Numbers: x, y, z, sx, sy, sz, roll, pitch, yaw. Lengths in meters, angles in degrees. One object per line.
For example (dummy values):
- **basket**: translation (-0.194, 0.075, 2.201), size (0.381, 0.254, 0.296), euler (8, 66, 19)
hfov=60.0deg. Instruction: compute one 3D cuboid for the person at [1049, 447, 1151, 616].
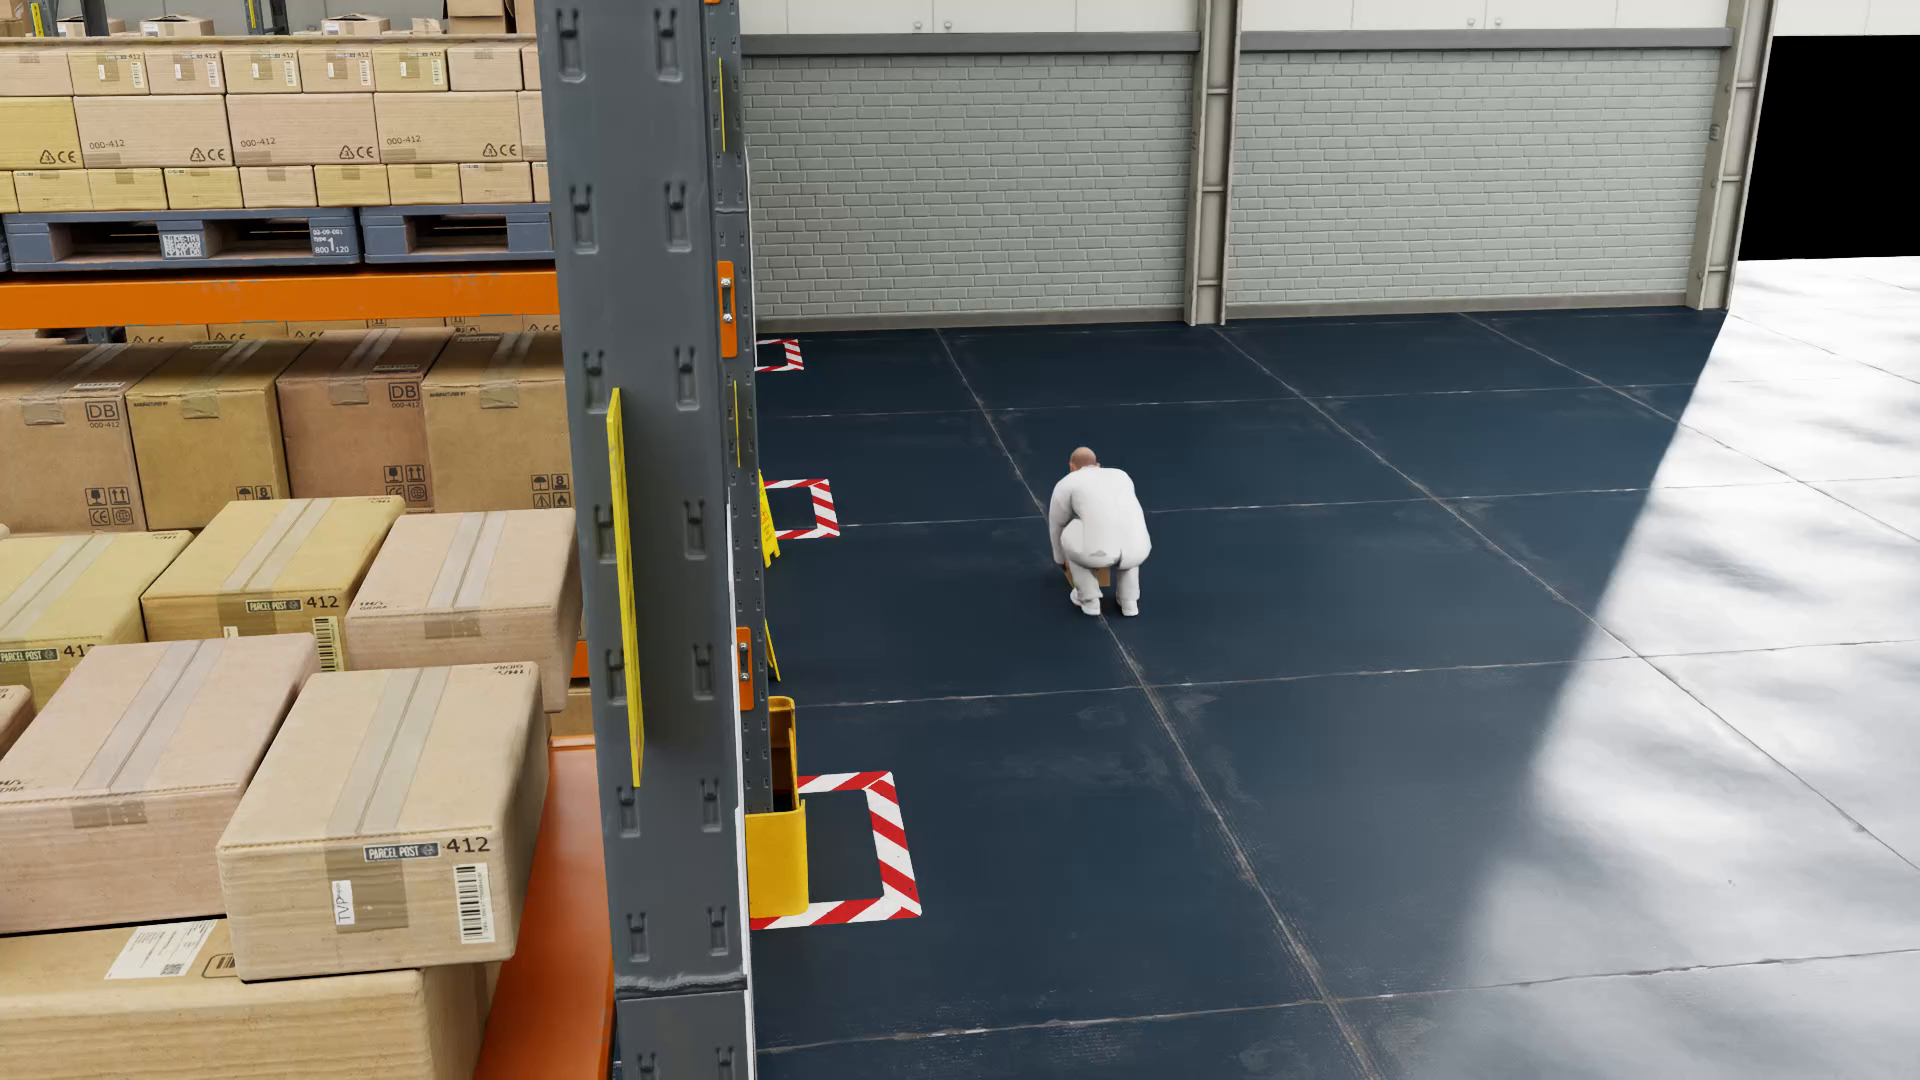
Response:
- **person**: translation (0.884, -0.048, 10.485), size (0.611, 0.932, 0.895), euler (-3, 20, -8)
